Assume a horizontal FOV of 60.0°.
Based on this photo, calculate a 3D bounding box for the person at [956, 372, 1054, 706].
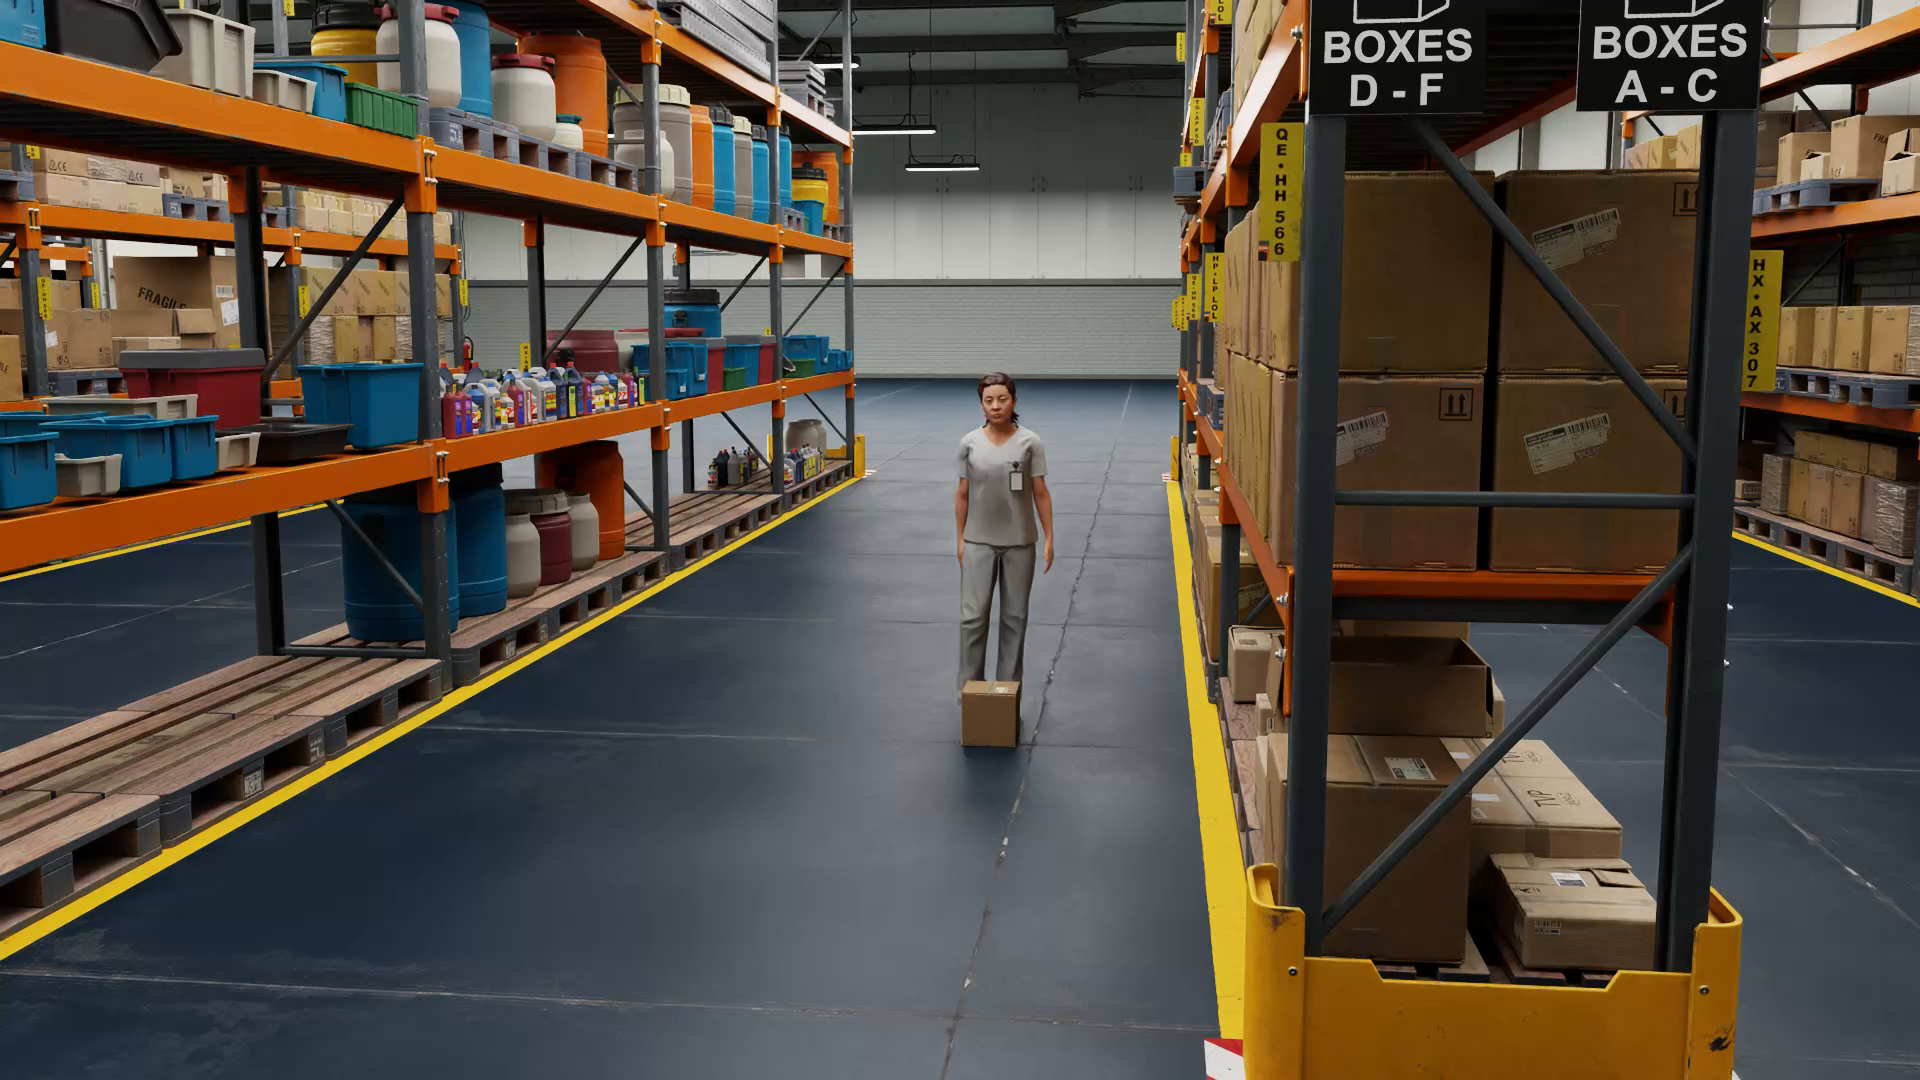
[{"bbox_3d":[0.215,0.060,7.987,0.474,1.722,0.470,0,8,0],"label":"person"}]
